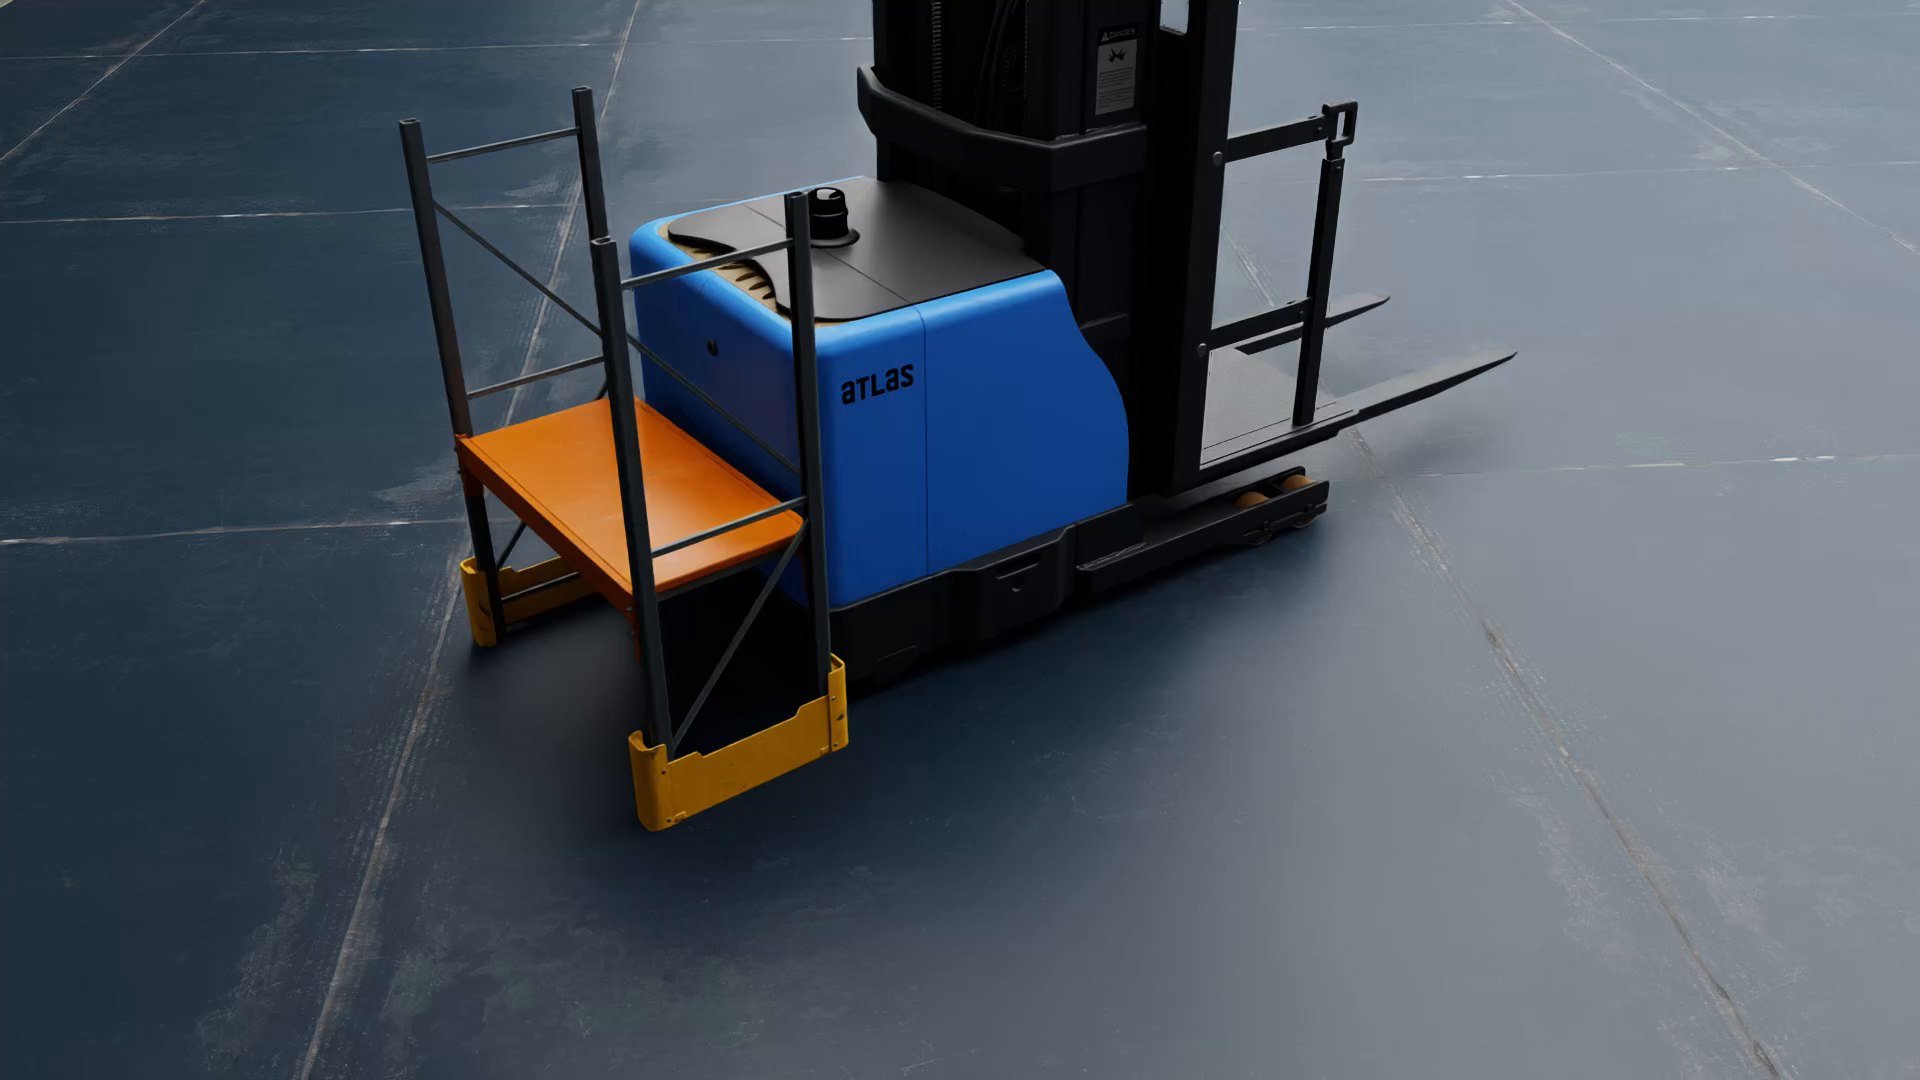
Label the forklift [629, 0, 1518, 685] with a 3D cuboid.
[{"bbox_3d":[0.564,-1.444,4.809,3.031,2.935,1.130,-20,36,-29],"label":"forklift"}]

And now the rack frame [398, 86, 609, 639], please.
[{"bbox_3d":[-1.150,-0.441,4.525,0.500,1.500,0.032,-22,37,-31],"label":"rack frame"}]

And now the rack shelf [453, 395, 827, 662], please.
[{"bbox_3d":[-0.841,-0.080,4.271,0.538,0.185,1.000,-22,37,-31],"label":"rack shelf"}]

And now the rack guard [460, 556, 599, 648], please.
[{"bbox_3d":[-1.148,0.096,4.845,0.587,0.250,0.087,-22,37,-31],"label":"rack guard"}]

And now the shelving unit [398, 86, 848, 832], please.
[{"bbox_3d":[-0.846,-0.238,4.185,0.587,1.500,1.083,-22,37,-31],"label":"shelving unit"}]

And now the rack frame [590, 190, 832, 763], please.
[{"bbox_3d":[-0.532,-0.027,3.832,0.500,1.500,0.032,-22,37,-31],"label":"rack frame"}]

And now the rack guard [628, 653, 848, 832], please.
[{"bbox_3d":[-0.543,0.501,4.166,0.587,0.250,0.087,-22,37,-31],"label":"rack guard"}]
